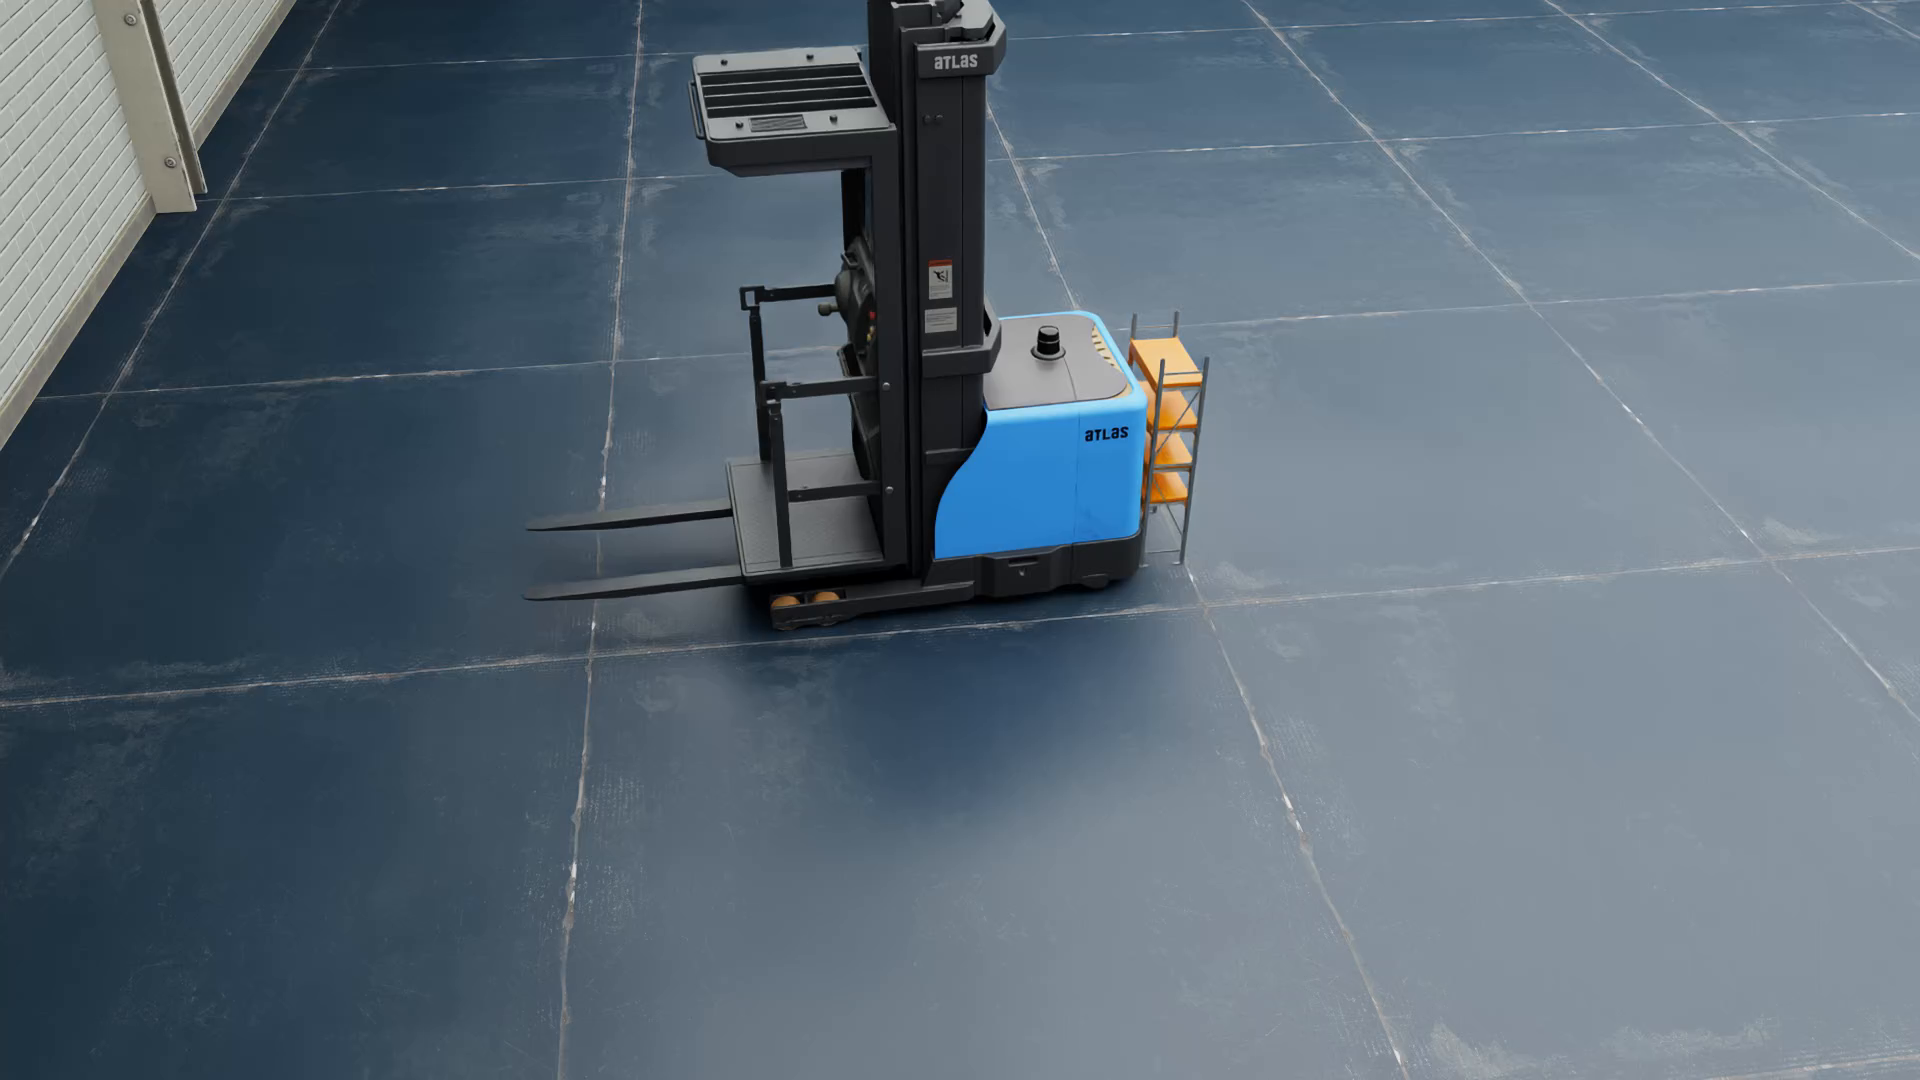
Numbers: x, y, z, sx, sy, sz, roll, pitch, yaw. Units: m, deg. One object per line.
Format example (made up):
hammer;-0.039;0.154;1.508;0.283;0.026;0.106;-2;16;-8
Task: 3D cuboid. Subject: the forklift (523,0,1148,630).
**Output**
forklift;-0.665;-1.095;7.755;3.031;2.935;1.130;-6;35;-9

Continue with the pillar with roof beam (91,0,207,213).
pillar with roof beam;-1.585;-6.583;10.419;9.100;9.000;0.400;-4;35;-6

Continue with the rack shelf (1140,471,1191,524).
rack shelf;0.997;-0.282;8.563;0.258;0.148;0.480;-5;35;-10

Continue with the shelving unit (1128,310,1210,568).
shelving unit;1.005;-0.503;8.415;0.258;1.200;0.503;-5;35;-10

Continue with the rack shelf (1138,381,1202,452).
rack shelf;1.010;-0.632;8.328;0.258;0.148;0.480;-5;35;-10

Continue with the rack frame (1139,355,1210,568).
rack frame;1.051;-0.368;8.217;0.240;1.200;0.015;-5;35;-10

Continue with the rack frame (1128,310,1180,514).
rack frame;0.959;-0.638;8.613;0.240;1.200;0.015;-5;35;-10

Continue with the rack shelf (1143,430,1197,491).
rack shelf;1.003;-0.447;8.453;0.258;0.148;0.480;-5;35;-10

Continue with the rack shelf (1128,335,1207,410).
rack shelf;1.017;-0.829;8.196;0.258;0.148;0.480;-5;35;-10
